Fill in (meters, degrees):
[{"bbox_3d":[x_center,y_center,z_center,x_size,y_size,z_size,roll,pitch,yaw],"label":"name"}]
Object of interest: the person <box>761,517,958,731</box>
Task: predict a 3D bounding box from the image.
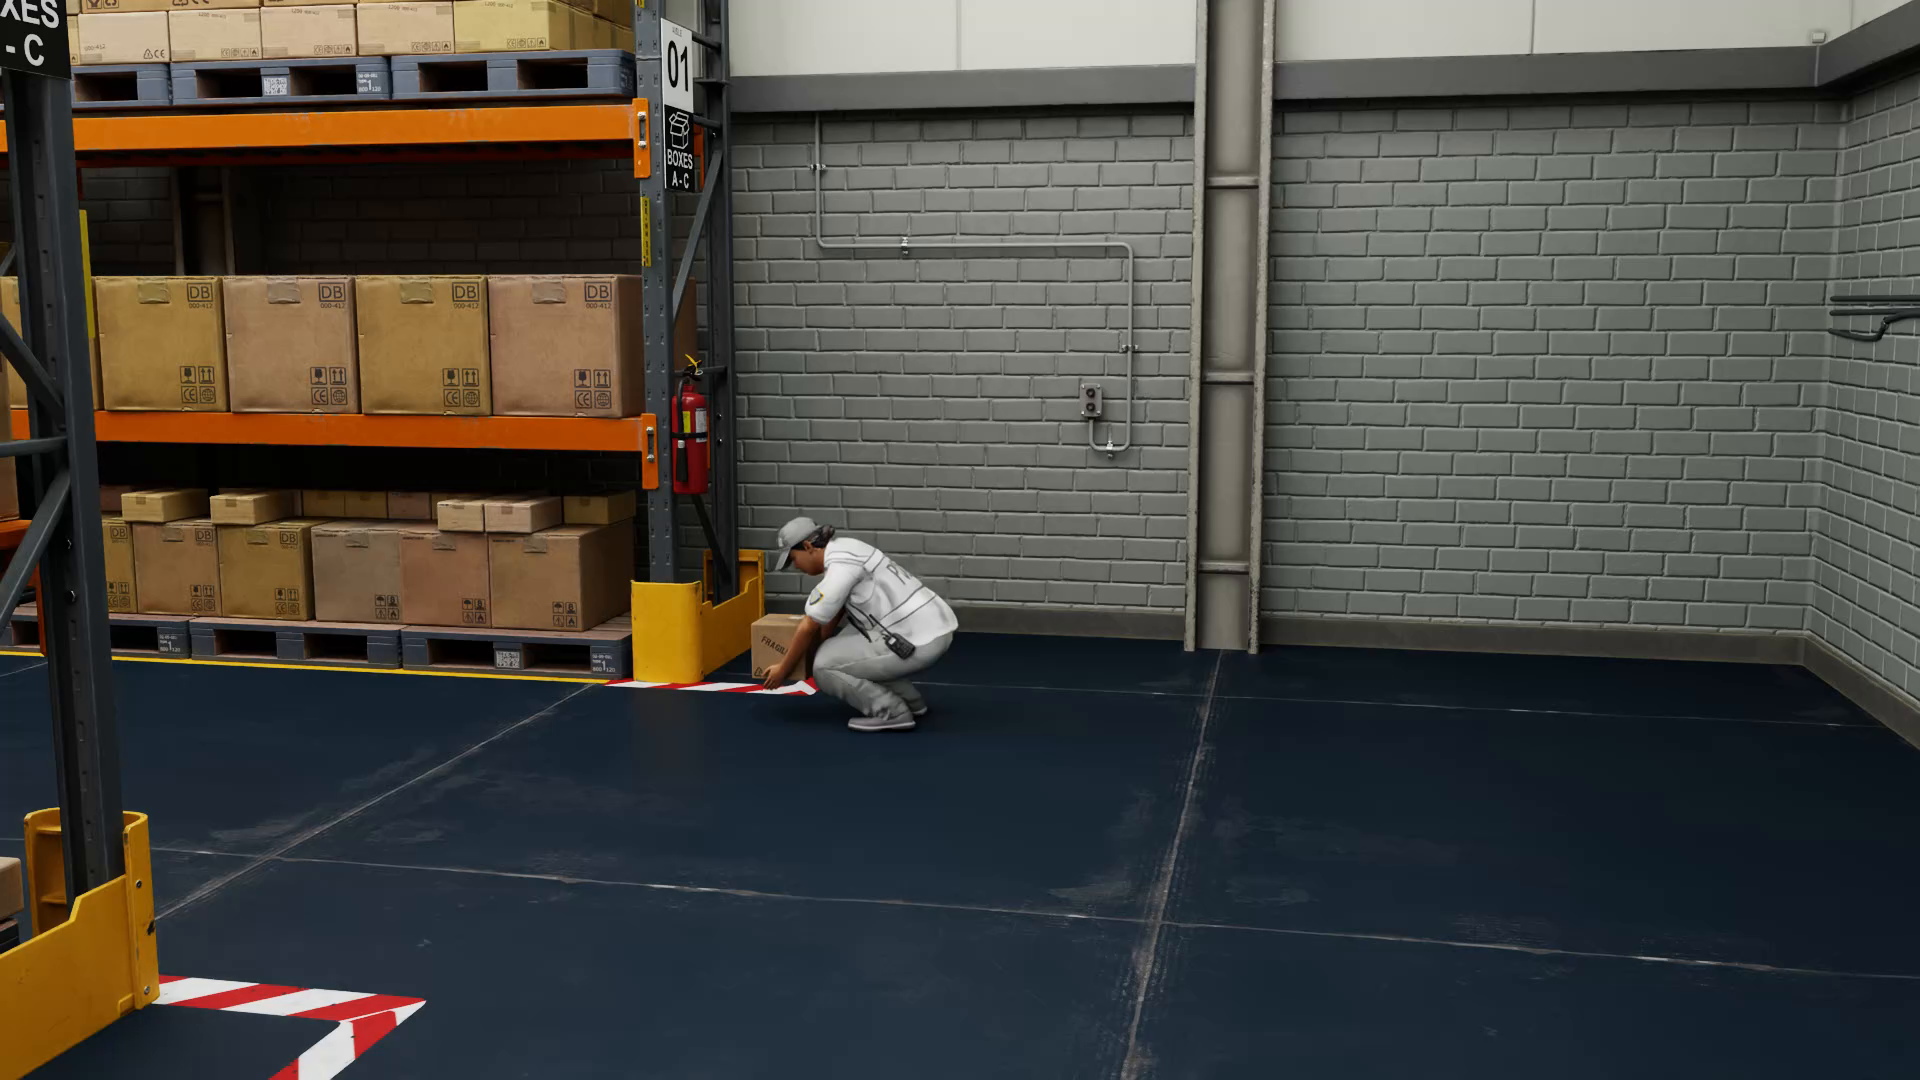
[{"bbox_3d":[-0.443,0.361,7.420,0.849,0.934,0.529,2,8,11],"label":"person"}]
